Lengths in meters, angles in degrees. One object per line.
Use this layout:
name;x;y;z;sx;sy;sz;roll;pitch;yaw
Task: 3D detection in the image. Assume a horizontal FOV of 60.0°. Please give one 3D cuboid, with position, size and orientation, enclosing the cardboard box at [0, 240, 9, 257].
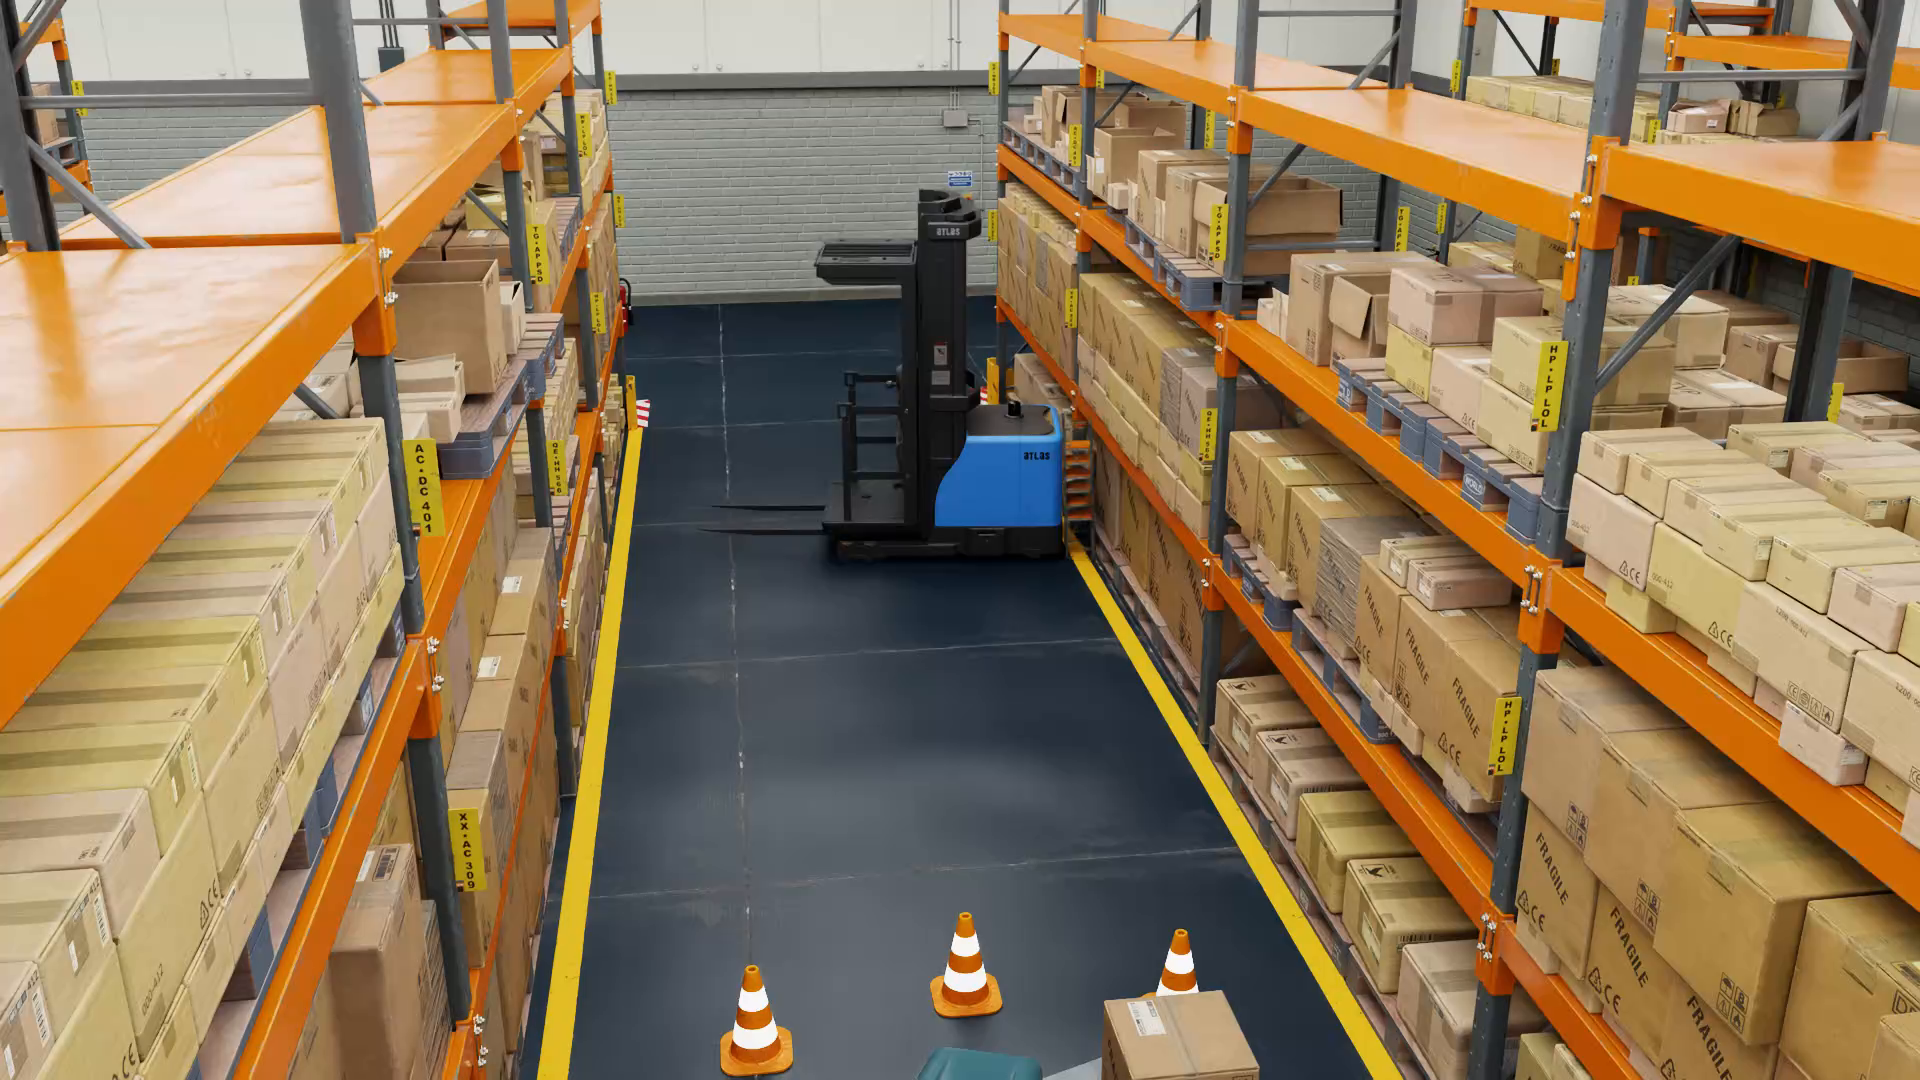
cardboard box;-9.037;-2.459;15.306;0.500;0.500;0.500;-3;21;-9

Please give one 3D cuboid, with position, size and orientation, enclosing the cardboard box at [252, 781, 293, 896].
cardboard box;-1.669;0.655;3.578;0.380;0.149;0.250;-3;21;-8

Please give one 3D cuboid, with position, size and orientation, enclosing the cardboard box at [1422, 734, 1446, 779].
cardboard box;2.257;0.928;7.279;0.380;0.149;0.250;-4;21;-9

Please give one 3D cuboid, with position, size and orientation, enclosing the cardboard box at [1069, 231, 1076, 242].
cardboard box;1.156;-2.600;14.466;0.380;0.149;0.250;-3;21;-8

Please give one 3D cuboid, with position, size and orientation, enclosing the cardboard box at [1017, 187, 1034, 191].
cardboard box;0.781;-3.487;16.840;0.380;0.149;0.250;-2;21;-6

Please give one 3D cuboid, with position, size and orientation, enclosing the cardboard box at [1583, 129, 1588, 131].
cardboard box;5.980;-3.567;15.055;0.500;0.250;0.500;-4;21;-10

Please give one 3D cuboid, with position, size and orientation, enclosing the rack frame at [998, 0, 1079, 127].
rack frame;0.895;-5.702;16.696;1.000;3.000;0.127;-3;21;-8

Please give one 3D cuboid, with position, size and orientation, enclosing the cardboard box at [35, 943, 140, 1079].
cardboard box;-1.572;0.859;2.462;0.500;0.250;0.500;-3;21;-8

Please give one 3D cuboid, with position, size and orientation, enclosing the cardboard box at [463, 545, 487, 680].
cardboard box;-2.556;0.333;7.540;0.700;0.500;0.500;-3;21;-8

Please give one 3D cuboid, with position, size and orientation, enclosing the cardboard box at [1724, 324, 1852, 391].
cardboard box;6.419;-1.372;12.934;0.700;0.500;0.500;-3;21;-8

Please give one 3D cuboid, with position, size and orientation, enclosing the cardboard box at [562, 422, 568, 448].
cardboard box;-2.968;-0.723;11.697;0.380;0.149;0.250;-2;21;-5

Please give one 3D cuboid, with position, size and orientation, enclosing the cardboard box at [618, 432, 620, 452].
cardboard box;-3.469;-0.947;16.013;0.380;0.149;0.250;-4;21;-10

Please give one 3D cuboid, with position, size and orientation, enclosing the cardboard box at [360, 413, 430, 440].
cardboard box;-2.163;-0.355;6.282;0.250;0.149;0.380;-3;21;-8

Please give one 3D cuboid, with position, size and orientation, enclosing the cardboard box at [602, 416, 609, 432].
cardboard box;-3.457;-1.034;15.396;0.380;0.149;0.250;-3;21;-7

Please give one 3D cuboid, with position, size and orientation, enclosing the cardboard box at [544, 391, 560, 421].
cardboard box;-2.934;-0.906;11.338;0.380;0.149;0.250;-3;21;-9

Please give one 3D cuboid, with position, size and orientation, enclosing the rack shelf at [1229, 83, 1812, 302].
rack shelf;2.337;-1.715;7.622;1.077;0.370;4.000;-3;21;-8

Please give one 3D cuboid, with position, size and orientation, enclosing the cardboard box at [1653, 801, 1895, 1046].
cardboard box;2.571;1.125;4.994;0.700;0.500;0.500;-3;21;-9

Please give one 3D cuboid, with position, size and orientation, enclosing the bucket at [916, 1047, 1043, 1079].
bucket;0.042;2.300;6.351;0.726;0.611;0.620;4;11;11

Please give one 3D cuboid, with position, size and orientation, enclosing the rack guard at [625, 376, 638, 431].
rack guard;-3.978;-1.410;17.350;1.175;0.500;0.348;-3;21;-8

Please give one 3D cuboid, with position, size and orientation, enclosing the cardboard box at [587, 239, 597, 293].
cardboard box;-3.326;-2.224;13.961;0.500;0.500;0.500;-4;21;-9

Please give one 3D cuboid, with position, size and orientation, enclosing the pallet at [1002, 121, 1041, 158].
pallet;1.012;-3.999;16.550;1.003;0.211;1.213;-3;21;-8

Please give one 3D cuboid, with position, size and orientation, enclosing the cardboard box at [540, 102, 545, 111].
cardboard box;-4.148;-4.150;15.758;0.380;0.149;0.250;-2;21;-6

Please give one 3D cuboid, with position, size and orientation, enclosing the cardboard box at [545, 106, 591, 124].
cardboard box;-3.450;-3.729;14.630;0.380;0.149;0.250;-3;21;-9

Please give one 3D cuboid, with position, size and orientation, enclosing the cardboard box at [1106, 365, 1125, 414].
cardboard box;1.405;-1.149;12.580;0.500;0.250;0.500;-3;21;-7

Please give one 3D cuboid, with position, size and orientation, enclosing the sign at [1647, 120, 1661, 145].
sign;5.847;-3.376;14.016;0.100;0.325;0.005;-3;21;-8

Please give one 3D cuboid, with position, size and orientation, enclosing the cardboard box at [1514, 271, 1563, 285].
cardboard box;5.849;-2.516;16.529;0.500;0.250;0.500;-3;21;-9

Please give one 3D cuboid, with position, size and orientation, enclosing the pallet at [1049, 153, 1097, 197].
pallet;1.364;-3.154;14.288;1.003;0.211;1.213;-3;21;-8

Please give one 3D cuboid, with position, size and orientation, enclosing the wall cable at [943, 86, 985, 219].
wall cable;0.059;-5.333;22.786;0.585;1.953;0.123;-3;21;-8

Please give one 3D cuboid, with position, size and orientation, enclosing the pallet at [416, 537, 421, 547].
pallet;-2.440;-0.083;6.211;0.805;0.209;1.217;-4;21;-10

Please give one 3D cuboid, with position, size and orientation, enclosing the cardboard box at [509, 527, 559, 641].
cardboard box;-2.505;0.258;9.169;0.500;0.500;0.500;-3;21;-8

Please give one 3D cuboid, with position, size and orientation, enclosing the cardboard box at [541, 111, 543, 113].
cardboard box;-4.106;-3.830;15.472;0.500;0.250;0.500;-3;21;-8

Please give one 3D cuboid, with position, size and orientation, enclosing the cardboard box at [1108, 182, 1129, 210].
cardboard box;1.308;-2.544;12.260;0.380;0.166;0.250;-4;21;-11

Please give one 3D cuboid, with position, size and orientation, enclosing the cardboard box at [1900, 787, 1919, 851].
cardboard box;2.608;0.722;4.143;0.380;0.149;0.250;-3;21;-8

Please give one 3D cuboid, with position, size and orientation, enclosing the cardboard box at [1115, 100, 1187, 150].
cardboard box;1.595;-3.417;13.978;0.500;0.500;0.500;-3;21;-7

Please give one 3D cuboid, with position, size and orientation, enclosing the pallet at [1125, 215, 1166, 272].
pallet;1.739;-2.046;11.464;1.003;0.211;1.213;-2;21;-5

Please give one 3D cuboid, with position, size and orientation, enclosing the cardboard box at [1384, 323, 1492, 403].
cardboard box;2.257;-0.816;7.514;0.500;0.250;0.500;-3;21;-7

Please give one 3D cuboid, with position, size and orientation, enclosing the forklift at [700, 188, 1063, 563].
forklift;-0.662;-1.372;13.774;3.031;2.935;1.130;0;20;0

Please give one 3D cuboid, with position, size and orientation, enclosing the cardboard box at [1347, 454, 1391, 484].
cardboard box;2.474;-0.183;9.325;0.500;0.500;0.500;-3;21;-9

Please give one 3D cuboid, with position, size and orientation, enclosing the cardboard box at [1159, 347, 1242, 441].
cardboard box;1.633;-0.980;11.056;0.500;0.500;0.500;-3;21;-7

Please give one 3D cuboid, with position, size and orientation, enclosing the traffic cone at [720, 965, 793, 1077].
traffic cone;-0.958;2.196;7.750;0.336;0.463;0.334;-3;21;-8

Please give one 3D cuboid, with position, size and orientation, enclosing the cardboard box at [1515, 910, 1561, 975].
cardboard box;2.353;1.506;6.330;0.380;0.149;0.250;-3;21;-8

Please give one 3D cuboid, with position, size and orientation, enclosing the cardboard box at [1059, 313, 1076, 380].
cardboard box;1.152;-1.701;14.416;0.500;0.500;0.500;-3;21;-7

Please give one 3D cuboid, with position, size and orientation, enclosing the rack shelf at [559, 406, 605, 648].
rack shelf;-3.124;-0.193;11.547;1.077;0.370;4.000;-3;21;-8

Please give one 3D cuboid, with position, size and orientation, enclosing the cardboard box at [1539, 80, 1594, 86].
cardboard box;6.221;-4.532;16.925;0.500;0.250;0.500;-4;21;-9

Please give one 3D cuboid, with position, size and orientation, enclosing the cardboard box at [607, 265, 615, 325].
cardboard box;-3.517;-2.297;15.585;0.500;0.500;0.500;-3;21;-8

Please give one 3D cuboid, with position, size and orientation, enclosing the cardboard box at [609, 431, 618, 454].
cardboard box;-3.380;-0.897;15.455;0.380;0.149;0.250;-3;21;-7

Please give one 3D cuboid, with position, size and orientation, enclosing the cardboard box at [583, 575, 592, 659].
cardboard box;-2.840;0.528;11.562;0.500;0.500;0.500;-3;21;-9

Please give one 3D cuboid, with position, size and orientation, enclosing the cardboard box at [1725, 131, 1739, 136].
cardboard box;6.542;-3.331;13.825;0.380;0.149;0.250;-3;21;-9

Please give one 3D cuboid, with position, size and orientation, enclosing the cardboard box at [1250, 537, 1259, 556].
cardboard box;1.919;0.021;9.707;0.380;0.149;0.250;-4;21;-11

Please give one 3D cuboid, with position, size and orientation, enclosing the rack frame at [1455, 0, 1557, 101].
rack frame;5.806;-5.954;17.370;1.000;3.000;0.127;-3;21;-8

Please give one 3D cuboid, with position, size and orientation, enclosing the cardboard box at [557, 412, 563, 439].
cardboard box;-2.936;-0.772;11.404;0.380;0.149;0.250;-2;21;-6

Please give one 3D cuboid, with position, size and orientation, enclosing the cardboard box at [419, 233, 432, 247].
cardboard box;-3.151;-1.775;9.231;0.396;0.266;0.258;-3;21;-8

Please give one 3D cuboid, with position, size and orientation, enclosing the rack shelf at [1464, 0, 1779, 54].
rack shelf;6.095;-4.923;15.642;1.077;0.370;4.000;-3;21;-8

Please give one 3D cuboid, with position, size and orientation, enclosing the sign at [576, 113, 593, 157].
sign;-2.863;-3.083;12.670;0.100;0.325;0.005;-3;21;-8

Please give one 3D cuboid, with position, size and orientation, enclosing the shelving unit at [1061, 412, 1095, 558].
shelving unit;0.974;-0.447;13.693;0.258;1.200;0.189;-2;20;1

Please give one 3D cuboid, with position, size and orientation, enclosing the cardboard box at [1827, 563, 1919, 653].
cardboard box;2.589;0.176;4.465;0.380;0.149;0.250;-3;21;-9

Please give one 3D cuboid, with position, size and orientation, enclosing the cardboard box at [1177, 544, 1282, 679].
cardboard box;2.031;0.433;11.279;0.875;0.875;0.875;-3;21;-8

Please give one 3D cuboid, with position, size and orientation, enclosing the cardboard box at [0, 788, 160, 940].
cardboard box;-1.561;0.544;2.735;0.380;0.149;0.250;-3;21;-9
